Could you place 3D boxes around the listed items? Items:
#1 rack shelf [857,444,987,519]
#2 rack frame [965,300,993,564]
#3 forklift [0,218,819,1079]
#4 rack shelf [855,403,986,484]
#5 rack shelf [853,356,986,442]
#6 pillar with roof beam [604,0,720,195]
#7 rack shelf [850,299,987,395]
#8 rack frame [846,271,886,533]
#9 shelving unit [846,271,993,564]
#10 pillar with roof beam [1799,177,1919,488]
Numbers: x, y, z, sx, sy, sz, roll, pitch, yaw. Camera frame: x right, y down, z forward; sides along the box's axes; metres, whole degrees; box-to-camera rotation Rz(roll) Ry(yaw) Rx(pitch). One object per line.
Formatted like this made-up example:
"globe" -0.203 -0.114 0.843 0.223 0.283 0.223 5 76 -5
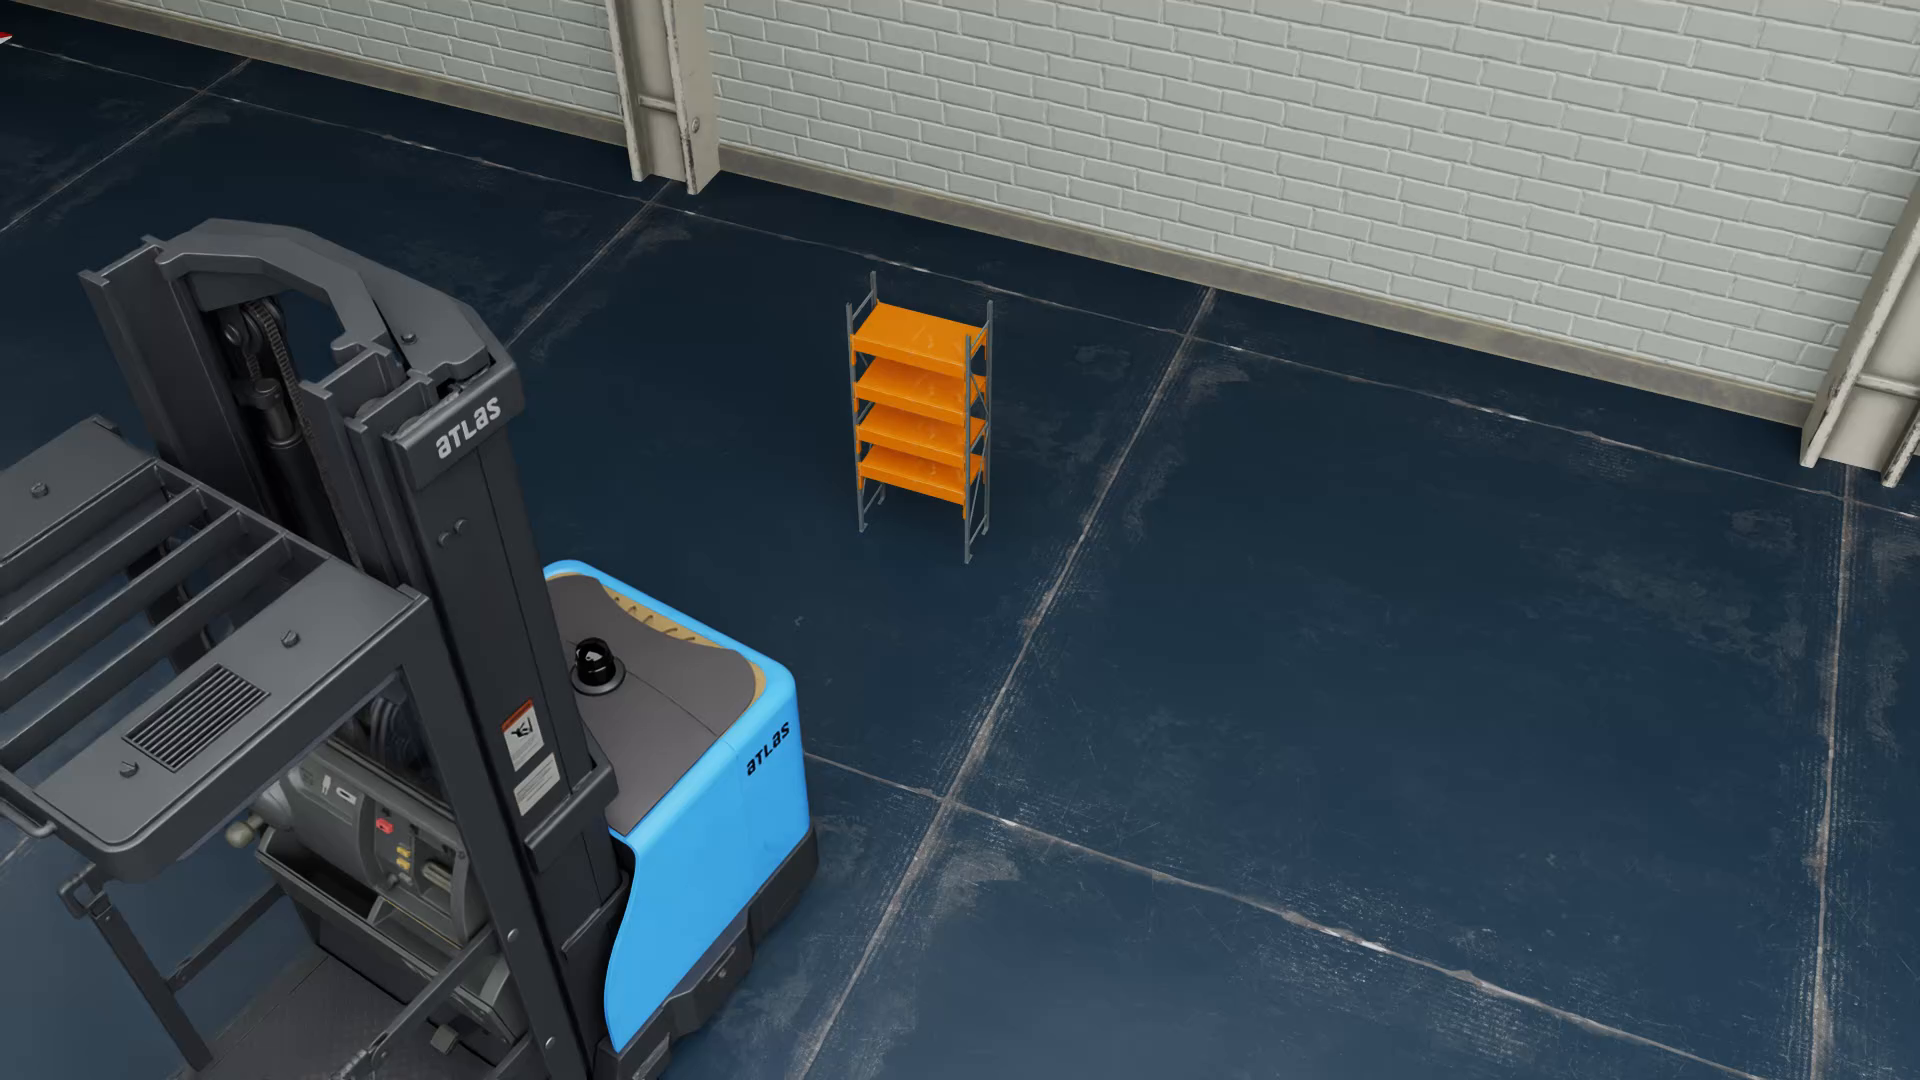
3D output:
"rack shelf" -0.153 -0.282 6.898 0.480 0.148 0.258 16 47 16
"rack frame" 0.072 -0.404 6.644 0.015 1.200 0.240 16 47 16
"forklift" -1.719 0.820 4.186 1.130 2.935 3.031 25 50 23
"rack shelf" -0.153 -0.423 6.758 0.480 0.148 0.258 16 47 16
"rack shelf" -0.153 -0.581 6.601 0.480 0.148 0.258 16 47 16
"pillar with roof beam" -3.203 -2.399 3.120 0.400 9.000 9.100 16 47 16
"rack shelf" -0.153 -0.749 6.434 0.480 0.148 0.258 16 47 16
"rack frame" -0.378 -0.537 6.777 0.015 1.200 0.240 16 47 16
"shelving unit" -0.153 -0.470 6.711 0.503 1.200 0.258 16 47 16
"pillar with roof beam" 2.334 -0.770 1.482 0.400 9.000 9.100 16 47 16
